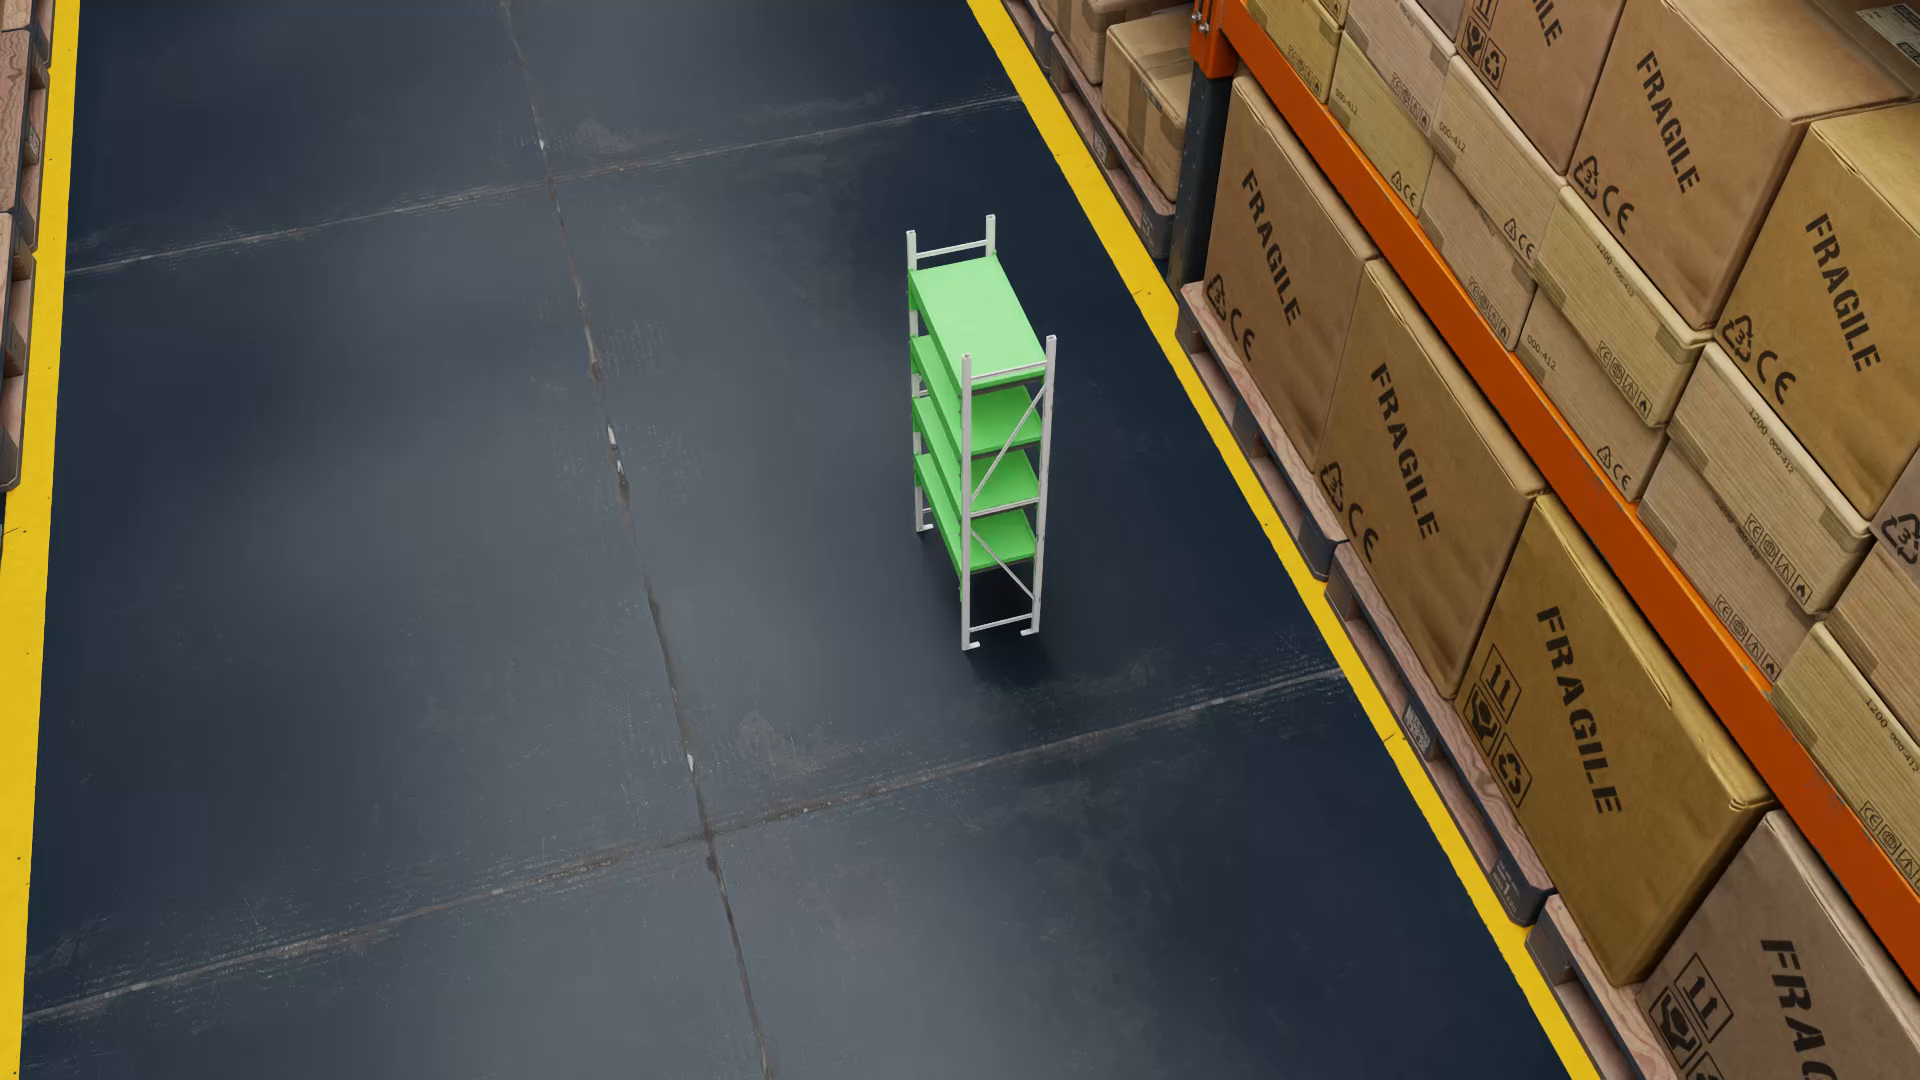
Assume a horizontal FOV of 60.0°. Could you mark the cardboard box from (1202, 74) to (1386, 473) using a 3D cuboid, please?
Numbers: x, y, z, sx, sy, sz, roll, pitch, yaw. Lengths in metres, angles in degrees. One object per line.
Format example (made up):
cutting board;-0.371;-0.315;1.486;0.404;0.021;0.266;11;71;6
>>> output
cardboard box;1.368;-0.900;5.162;0.875;0.875;0.875;-14;51;-11

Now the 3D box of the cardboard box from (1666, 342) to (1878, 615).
cardboard box;1.750;-0.171;3.203;0.500;0.250;0.500;-12;51;-10

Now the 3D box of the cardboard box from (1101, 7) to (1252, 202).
cardboard box;1.086;-1.676;6.145;0.950;0.372;0.625;-16;52;-13

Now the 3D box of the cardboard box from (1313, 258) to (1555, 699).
cardboard box;1.628;-0.247;4.612;0.875;0.875;0.875;-13;51;-11

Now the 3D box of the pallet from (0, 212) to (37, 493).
pallet;-3.703;-0.559;5.583;1.003;0.211;1.213;-13;51;-11

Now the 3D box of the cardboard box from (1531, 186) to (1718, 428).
cardboard box;1.582;-0.541;3.515;0.500;0.250;0.500;-13;51;-10

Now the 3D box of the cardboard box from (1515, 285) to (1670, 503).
cardboard box;1.615;-0.395;3.719;0.500;0.250;0.500;-13;51;-11

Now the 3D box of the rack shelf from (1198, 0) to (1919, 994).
rack shelf;1.835;-0.280;3.994;1.077;0.370;4.000;-13;51;-11

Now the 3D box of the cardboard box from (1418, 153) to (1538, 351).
cardboard box;1.466;-0.754;4.022;0.500;0.250;0.500;-12;51;-10

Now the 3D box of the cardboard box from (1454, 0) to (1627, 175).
cardboard box;1.450;-1.170;3.555;0.500;0.500;0.500;-12;51;-10

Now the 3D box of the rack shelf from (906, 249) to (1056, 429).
rack shelf;0.049;-0.534;4.371;0.258;0.148;0.480;-13;51;-11

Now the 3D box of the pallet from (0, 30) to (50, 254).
pallet;-4.060;-1.448;6.333;1.003;0.211;1.213;-13;51;-11

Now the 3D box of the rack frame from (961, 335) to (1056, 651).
rack frame;0.121;-0.088;4.539;0.240;1.200;0.015;-13;51;-11

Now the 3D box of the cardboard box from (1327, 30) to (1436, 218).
cardboard box;1.317;-1.139;4.346;0.500;0.250;0.500;-15;51;-12

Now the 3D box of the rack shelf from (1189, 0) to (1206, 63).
rack shelf;0.652;-3.201;6.457;1.077;0.370;4.000;-13;51;-11

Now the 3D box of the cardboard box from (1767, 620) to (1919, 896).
cardboard box;1.903;0.355;3.087;0.500;0.250;0.500;-14;51;-11

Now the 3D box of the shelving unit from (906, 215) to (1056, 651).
shelving unit;0.049;-0.266;4.689;0.258;1.200;0.503;-13;51;-11

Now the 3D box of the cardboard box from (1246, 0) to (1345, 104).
cardboard box;1.148;-1.510;4.659;0.500;0.250;0.500;-14;51;-12

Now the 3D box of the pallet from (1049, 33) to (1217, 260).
pallet;1.014;-1.645;6.498;1.003;0.211;1.213;-13;51;-11

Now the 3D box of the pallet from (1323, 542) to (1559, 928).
pallet;1.762;0.409;4.767;1.003;0.211;1.213;-13;51;-11

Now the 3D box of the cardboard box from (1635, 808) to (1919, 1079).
cardboard box;2.167;1.064;3.506;0.875;0.875;0.875;-12;51;-10

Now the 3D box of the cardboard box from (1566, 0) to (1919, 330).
cardboard box;1.596;-0.801;3.244;0.500;0.500;0.500;-13;51;-10

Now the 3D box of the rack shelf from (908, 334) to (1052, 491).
rack shelf;0.049;-0.379;4.555;0.258;0.148;0.480;-13;51;-11

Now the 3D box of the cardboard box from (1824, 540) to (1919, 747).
cardboard box;1.909;0.206;2.886;0.500;0.250;0.500;-12;51;-10

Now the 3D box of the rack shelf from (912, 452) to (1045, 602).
rack shelf;0.049;-0.070;4.922;0.258;0.148;0.480;-13;51;-11

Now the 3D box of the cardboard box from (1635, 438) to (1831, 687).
cardboard box;1.772;-0.018;3.402;0.500;0.250;0.500;-15;51;-12

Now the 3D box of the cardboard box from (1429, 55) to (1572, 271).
cardboard box;1.445;-0.915;3.830;0.500;0.250;0.500;-13;51;-11

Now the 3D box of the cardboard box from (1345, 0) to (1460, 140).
cardboard box;1.309;-1.281;4.140;0.500;0.250;0.500;-12;51;-10

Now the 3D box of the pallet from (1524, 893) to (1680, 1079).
pallet;2.126;1.301;4.015;1.003;0.211;1.213;-13;51;-11

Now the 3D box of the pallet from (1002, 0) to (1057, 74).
pallet;0.657;-2.534;7.248;1.003;0.211;1.213;-13;51;-11

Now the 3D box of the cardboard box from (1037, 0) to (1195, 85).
cardboard box;0.860;-2.213;6.598;0.950;0.372;0.625;-14;51;-12

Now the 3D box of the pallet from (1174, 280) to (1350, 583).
pallet;1.405;-0.481;5.517;1.003;0.211;1.213;-13;51;-11

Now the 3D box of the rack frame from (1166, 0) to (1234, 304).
rack frame;1.243;-1.972;4.951;1.000;3.000;0.127;-13;51;-11

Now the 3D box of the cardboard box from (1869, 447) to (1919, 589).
cardboard box;1.894;-0.051;2.612;0.500;0.500;0.500;-12;51;-10

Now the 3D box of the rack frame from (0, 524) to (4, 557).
rack frame;-3.497;-0.847;4.002;1.000;3.000;0.127;-13;51;-11

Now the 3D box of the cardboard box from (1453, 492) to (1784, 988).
cardboard box;1.892;0.406;4.061;0.875;0.875;0.875;-12;51;-10

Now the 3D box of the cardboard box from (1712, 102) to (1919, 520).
cardboard box;1.763;-0.426;2.928;0.500;0.500;0.500;-12;51;-10

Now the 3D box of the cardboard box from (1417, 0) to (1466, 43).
cardboard box;1.312;-1.551;3.876;0.500;0.500;0.500;-13;51;-11

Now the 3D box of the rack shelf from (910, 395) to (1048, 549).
rack shelf;0.049;-0.225;4.738;0.258;0.148;0.480;-13;51;-11

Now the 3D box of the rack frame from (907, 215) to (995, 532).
rack frame;-0.023;-0.444;4.840;0.240;1.200;0.015;-13;51;-11

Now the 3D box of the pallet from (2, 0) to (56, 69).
pallet;-4.425;-2.341;7.085;1.003;0.211;1.213;-13;51;-11

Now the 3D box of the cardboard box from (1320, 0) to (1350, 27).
cardboard box;1.157;-1.659;4.458;0.500;0.250;0.500;-14;51;-11
